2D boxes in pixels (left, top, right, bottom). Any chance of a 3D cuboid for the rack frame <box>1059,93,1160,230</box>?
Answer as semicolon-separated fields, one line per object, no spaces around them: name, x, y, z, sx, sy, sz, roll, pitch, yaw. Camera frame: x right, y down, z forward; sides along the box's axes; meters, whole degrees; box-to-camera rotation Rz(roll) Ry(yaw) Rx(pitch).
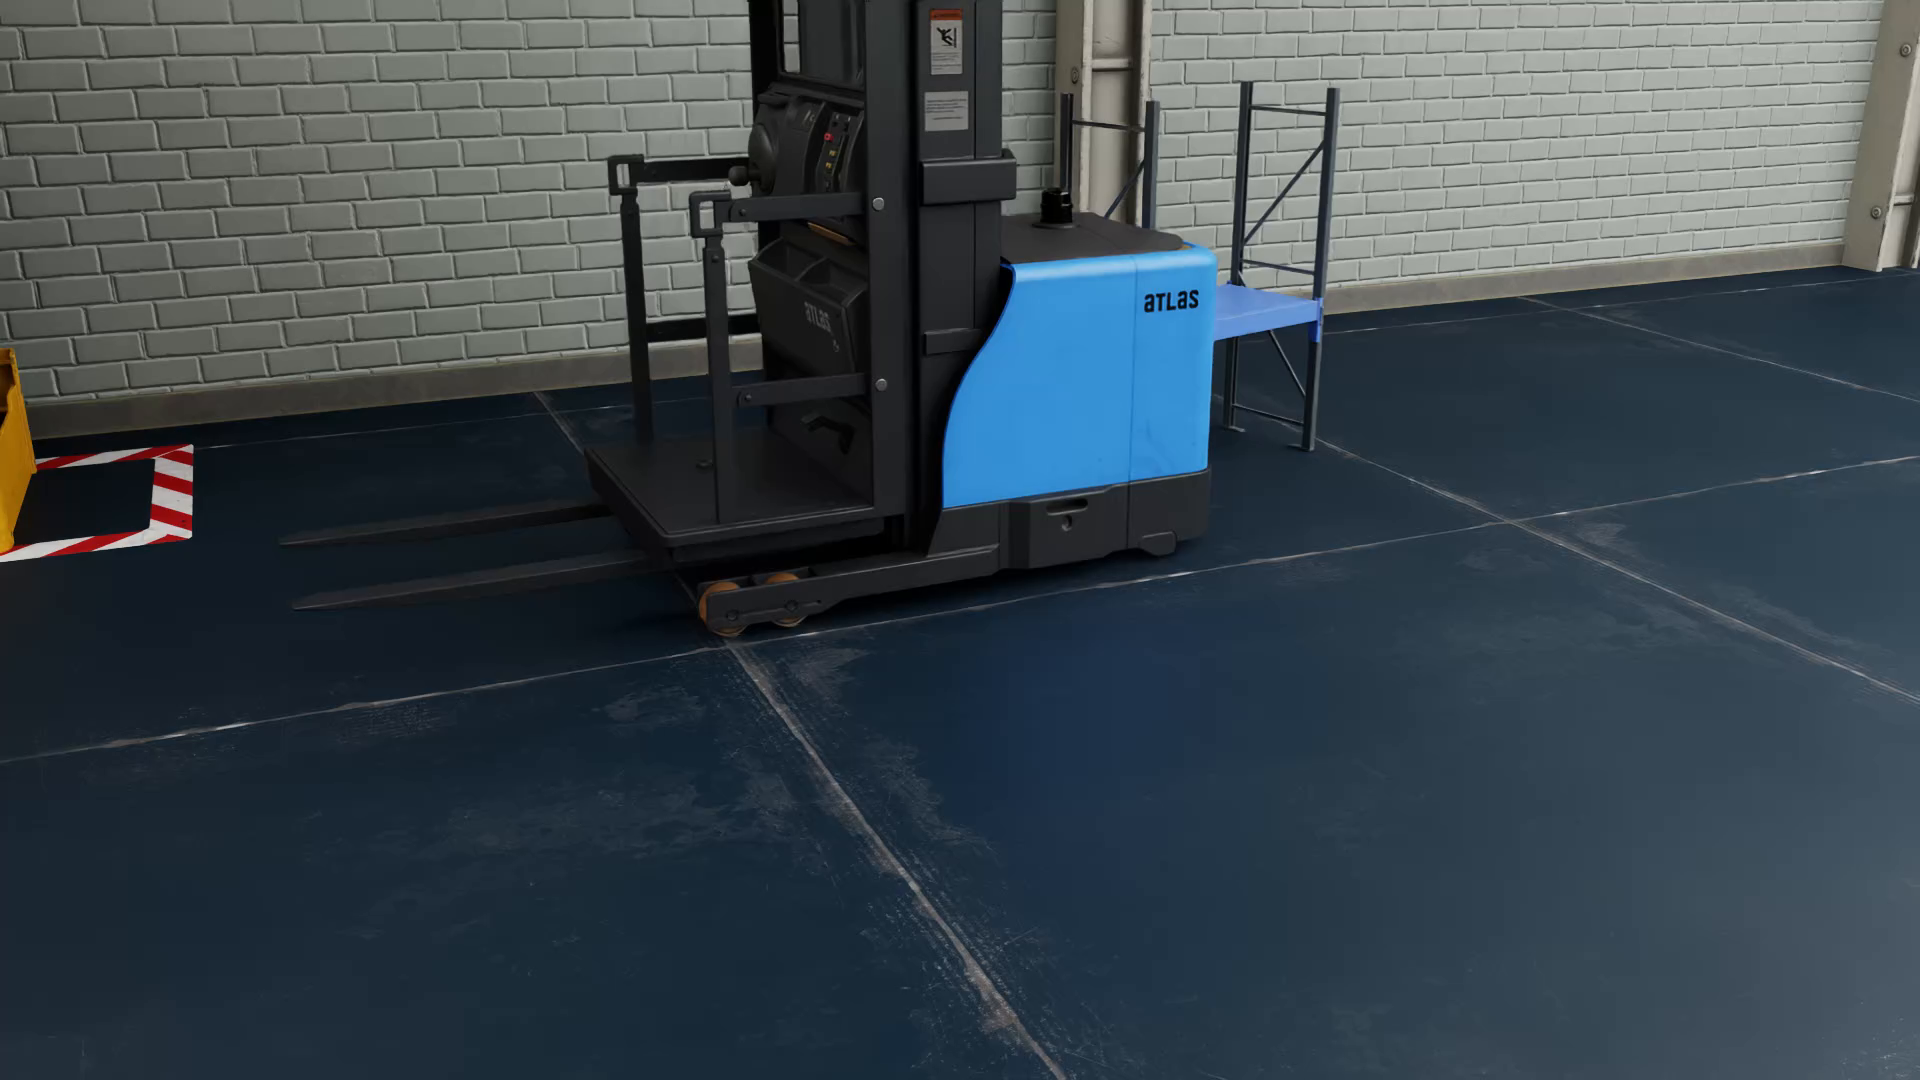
rack frame;0.555;-0.939;6.431;0.032;1.500;0.500;-15;24;-36

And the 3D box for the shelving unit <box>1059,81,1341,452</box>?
shelving unit;0.950;-1.046;6.733;1.048;1.500;0.538;-15;24;-36

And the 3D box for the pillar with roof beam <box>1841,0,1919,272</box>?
pillar with roof beam;7.952;-4.800;6.104;0.400;9.000;9.100;-8;21;-22

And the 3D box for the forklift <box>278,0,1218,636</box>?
forklift;-0.679;-1.282;5.250;3.031;2.935;1.130;-9;21;-23

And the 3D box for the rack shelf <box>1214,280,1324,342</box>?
rack shelf;0.950;-0.876;6.793;1.000;0.185;0.538;-15;24;-36

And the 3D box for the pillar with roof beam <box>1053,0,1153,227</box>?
pillar with roof beam;2.443;-4.010;3.862;0.400;9.000;9.100;-8;21;-22

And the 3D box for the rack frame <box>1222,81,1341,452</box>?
rack frame;1.345;-1.152;7.035;0.032;1.500;0.500;-15;24;-36

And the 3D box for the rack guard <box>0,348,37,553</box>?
rack guard;-3.753;-0.345;6.249;0.348;0.500;1.175;-8;21;-22
